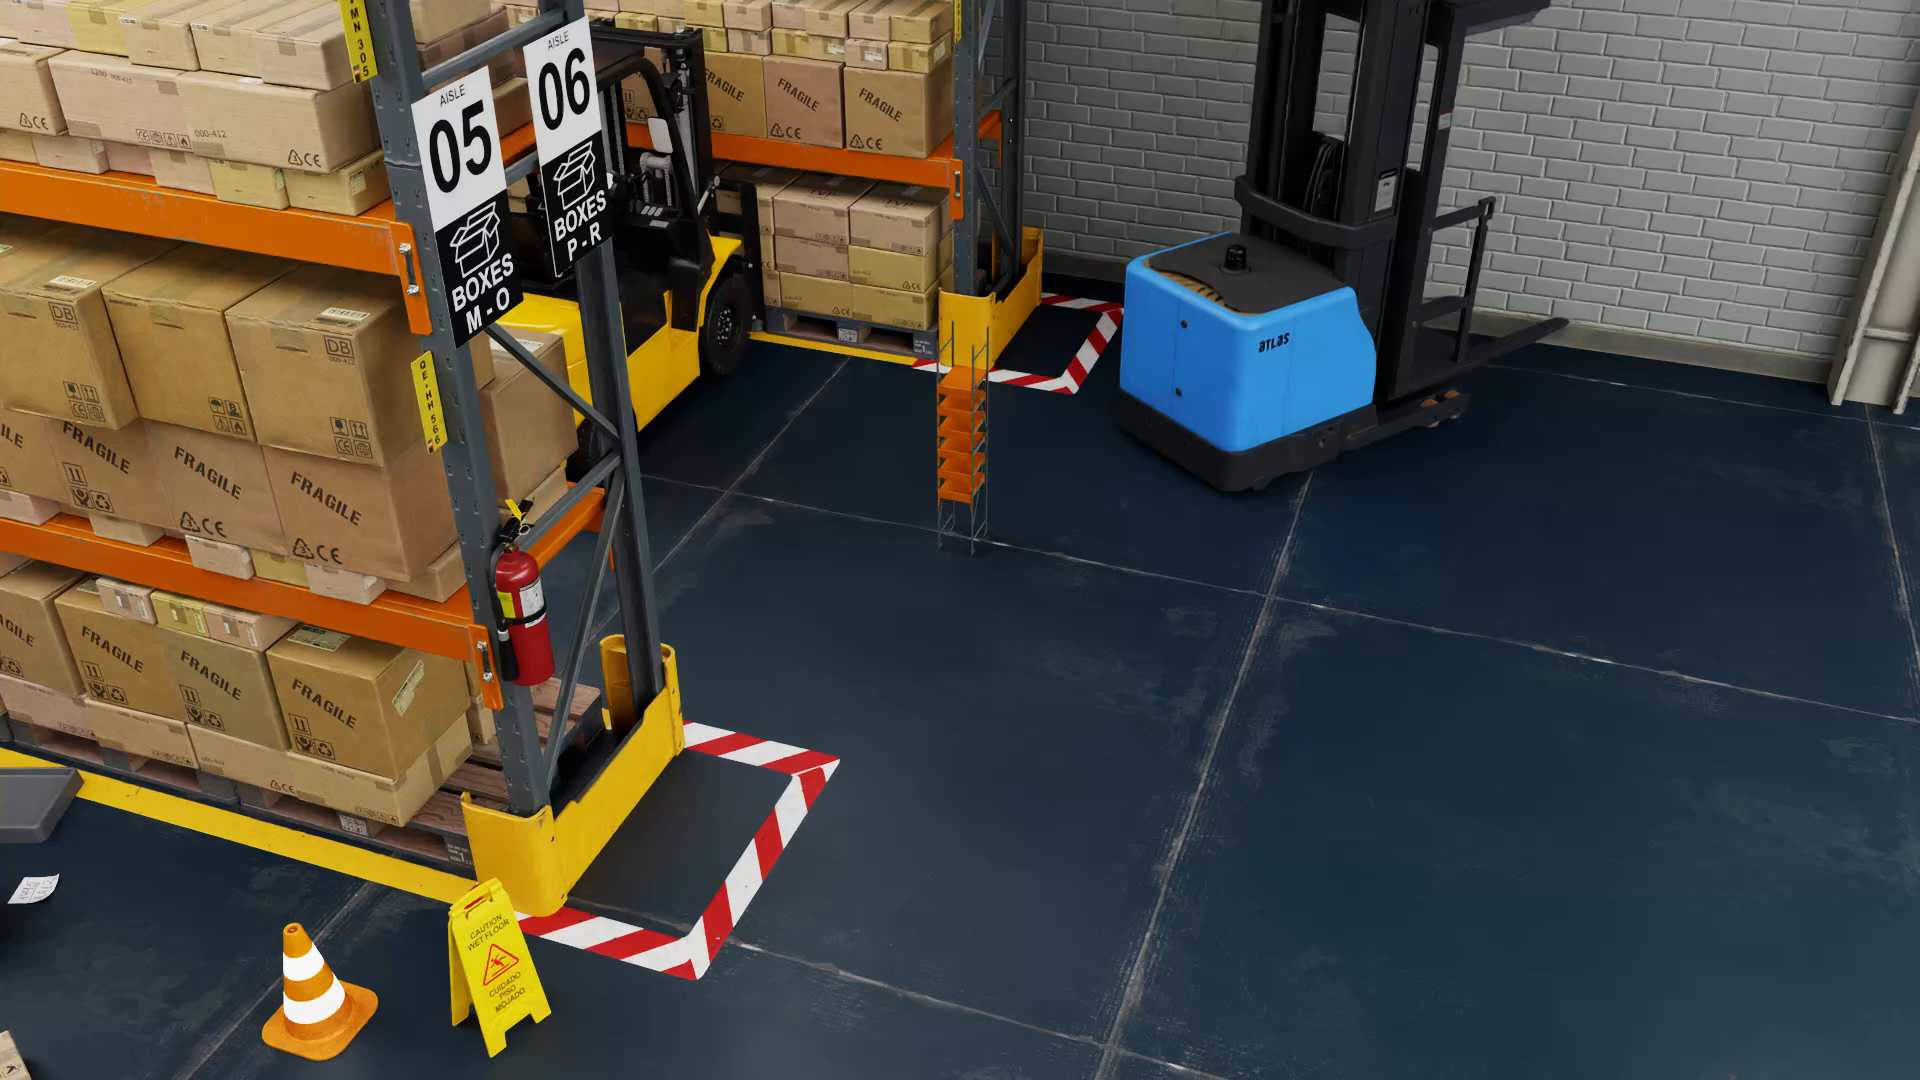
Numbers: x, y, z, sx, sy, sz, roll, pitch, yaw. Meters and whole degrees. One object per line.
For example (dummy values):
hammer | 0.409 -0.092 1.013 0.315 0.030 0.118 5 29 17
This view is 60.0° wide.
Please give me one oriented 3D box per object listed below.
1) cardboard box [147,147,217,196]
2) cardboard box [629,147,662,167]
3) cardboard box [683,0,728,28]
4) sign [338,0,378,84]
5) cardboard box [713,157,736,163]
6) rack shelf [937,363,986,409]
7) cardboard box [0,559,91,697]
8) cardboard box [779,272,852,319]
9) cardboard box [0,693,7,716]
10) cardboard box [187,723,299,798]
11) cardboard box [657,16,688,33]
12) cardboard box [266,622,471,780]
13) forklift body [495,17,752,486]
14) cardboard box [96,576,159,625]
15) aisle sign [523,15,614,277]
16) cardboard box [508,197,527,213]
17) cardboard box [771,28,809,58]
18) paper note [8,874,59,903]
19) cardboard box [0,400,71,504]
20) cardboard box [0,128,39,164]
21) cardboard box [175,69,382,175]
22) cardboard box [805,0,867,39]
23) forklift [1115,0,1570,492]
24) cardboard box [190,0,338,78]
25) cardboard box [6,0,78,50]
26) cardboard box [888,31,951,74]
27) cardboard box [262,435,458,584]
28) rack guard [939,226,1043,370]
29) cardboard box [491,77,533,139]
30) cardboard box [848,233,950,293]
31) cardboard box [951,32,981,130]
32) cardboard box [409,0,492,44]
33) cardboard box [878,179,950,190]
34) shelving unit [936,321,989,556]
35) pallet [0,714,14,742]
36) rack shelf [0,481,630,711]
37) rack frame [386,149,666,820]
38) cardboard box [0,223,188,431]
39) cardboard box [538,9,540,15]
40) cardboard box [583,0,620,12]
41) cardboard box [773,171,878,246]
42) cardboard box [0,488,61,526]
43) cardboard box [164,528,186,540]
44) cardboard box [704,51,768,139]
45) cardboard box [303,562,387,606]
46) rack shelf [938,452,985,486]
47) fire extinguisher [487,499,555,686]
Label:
cardboard box | -2.399 -1.269 5.417 0.250 0.149 0.380 12 35 18
cardboard box | -2.279 -2.373 10.886 0.500 0.250 0.500 12 35 18
cardboard box | -1.457 -3.212 9.996 0.250 0.149 0.380 12 35 17
sign | -1.691 -1.450 4.648 0.005 0.325 0.100 11 34 16
cardboard box | -1.621 -2.542 11.148 0.500 0.250 0.500 10 34 16
rack shelf | 0.014 -0.767 8.249 0.180 0.103 0.258 11 34 16
cardboard box | -3.790 0.268 7.026 0.500 0.500 0.500 13 35 19
cardboard box | -0.827 -1.674 10.726 0.500 0.250 0.500 11 34 16
cardboard box | -4.280 0.487 7.378 0.500 0.250 0.500 13 35 19
cardboard box | -2.821 0.772 6.937 0.500 0.250 0.500 11 34 17
cardboard box | -1.655 -3.181 10.222 0.250 0.149 0.380 11 34 16
cardboard box | -2.327 0.553 6.585 0.500 0.500 0.500 11 35 17
forklift body | -2.214 -1.691 9.387 1.214 2.155 2.313 11 34 16
cardboard box | -3.178 0.151 6.610 0.250 0.149 0.380 12 35 19
aisle sign | -1.322 -1.336 5.658 0.004 0.787 0.394 11 34 16
cardboard box | -2.753 -2.259 11.170 0.500 0.250 0.500 11 34 16
cardboard box | -0.938 -3.029 9.986 0.250 0.149 0.380 11 34 16
paper note | -3.666 1.380 6.585 0.148 0.019 0.142 0 33 0
cardboard box | -3.499 -0.513 6.412 0.500 0.500 0.500 11 35 17
cardboard box | -3.111 -1.423 5.655 0.250 0.149 0.380 10 34 15
cardboard box | -2.057 -1.376 5.214 0.500 0.250 0.500 11 34 16
cardboard box | -0.720 -3.093 9.811 0.250 0.149 0.380 12 35 18
forklift | 2.405 -2.107 9.312 3.031 2.935 1.130 -20 38 -28
cardboard box | -2.133 -1.565 5.140 0.250 0.149 0.380 12 35 17
cardboard box | -2.828 -1.723 5.385 0.250 0.149 0.380 11 34 16
cardboard box | -0.235 -2.867 9.736 0.250 0.149 0.380 12 35 17
cardboard box | -2.089 -0.223 5.964 0.500 0.500 0.500 10 34 16
rack guard | 0.209 -1.578 10.733 0.348 0.500 1.175 11 34 16
cardboard box | -1.687 -1.478 5.741 0.250 0.149 0.380 11 34 17
cardboard box | -0.377 -1.793 10.449 0.500 0.250 0.500 11 34 16
cardboard box | -0.186 -2.907 10.395 0.500 0.500 0.500 12 35 18
cardboard box | -1.750 -1.756 5.436 0.250 0.149 0.380 11 34 16
cardboard box | -0.202 -2.259 10.709 0.500 0.250 0.500 10 34 16
shelving unit | 0.014 -0.501 8.420 0.189 1.200 0.258 11 34 16
pallet | -4.606 0.447 7.863 1.213 0.211 1.003 11 34 16
rack shelf | -3.367 -0.161 6.897 4.000 0.370 1.077 11 34 16
rack frame | -1.485 -0.097 6.135 0.127 3.000 1.000 11 34 16
cardboard box | -3.028 -0.804 5.941 0.500 0.500 0.700 11 34 16
cardboard box | -2.415 -3.275 10.366 0.250 0.149 0.380 11 34 16
cardboard box | -2.140 -3.399 10.285 0.250 0.149 0.380 11 34 16
cardboard box | -0.835 -2.089 10.447 0.500 0.250 0.500 12 35 17
cardboard box | -3.614 -0.232 6.575 0.250 0.149 0.380 11 34 16
cardboard box | -2.865 -0.149 6.447 0.250 0.149 0.380 11 35 17
cardboard box | -1.333 -2.824 10.266 0.500 0.500 0.500 10 34 16
cardboard box | -2.185 0.059 6.124 0.250 0.149 0.380 11 34 16
rack shelf | 0.014 -0.363 8.510 0.180 0.103 0.258 11 34 16
fire extinguisher | -1.532 0.191 5.760 0.183 0.674 0.296 11 34 16
